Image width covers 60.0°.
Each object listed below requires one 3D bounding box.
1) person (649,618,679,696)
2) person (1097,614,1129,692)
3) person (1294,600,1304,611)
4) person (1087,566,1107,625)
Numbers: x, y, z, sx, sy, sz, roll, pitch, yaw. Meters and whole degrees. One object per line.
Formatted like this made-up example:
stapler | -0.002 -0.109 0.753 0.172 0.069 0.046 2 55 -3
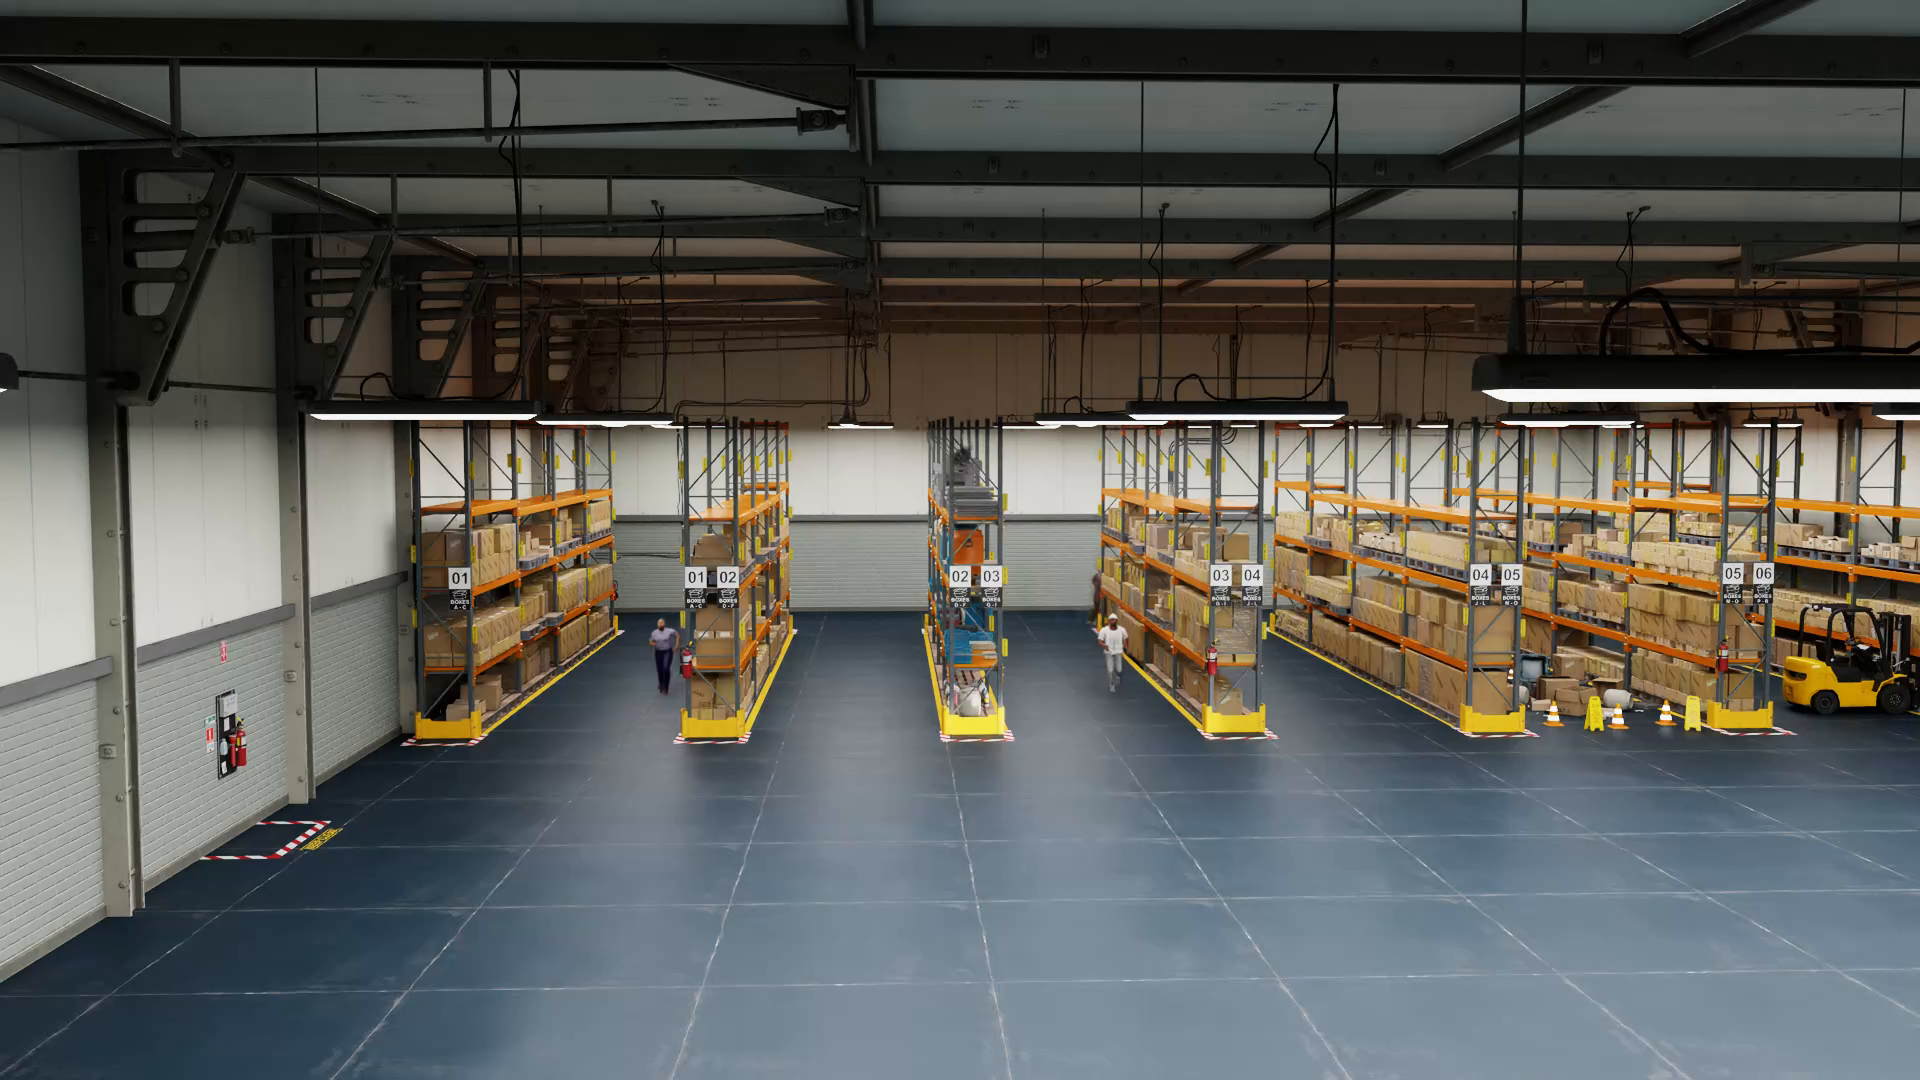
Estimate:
person | -6.465 2.540 36.345 0.609 1.692 0.876 0 4 4
person | 3.374 2.481 36.533 0.700 1.723 0.582 0 4 -1
person | 10.126 1.664 48.959 0.667 1.734 0.685 -1 4 -19
person | 4.135 1.692 48.978 0.798 1.778 0.692 1 4 16
